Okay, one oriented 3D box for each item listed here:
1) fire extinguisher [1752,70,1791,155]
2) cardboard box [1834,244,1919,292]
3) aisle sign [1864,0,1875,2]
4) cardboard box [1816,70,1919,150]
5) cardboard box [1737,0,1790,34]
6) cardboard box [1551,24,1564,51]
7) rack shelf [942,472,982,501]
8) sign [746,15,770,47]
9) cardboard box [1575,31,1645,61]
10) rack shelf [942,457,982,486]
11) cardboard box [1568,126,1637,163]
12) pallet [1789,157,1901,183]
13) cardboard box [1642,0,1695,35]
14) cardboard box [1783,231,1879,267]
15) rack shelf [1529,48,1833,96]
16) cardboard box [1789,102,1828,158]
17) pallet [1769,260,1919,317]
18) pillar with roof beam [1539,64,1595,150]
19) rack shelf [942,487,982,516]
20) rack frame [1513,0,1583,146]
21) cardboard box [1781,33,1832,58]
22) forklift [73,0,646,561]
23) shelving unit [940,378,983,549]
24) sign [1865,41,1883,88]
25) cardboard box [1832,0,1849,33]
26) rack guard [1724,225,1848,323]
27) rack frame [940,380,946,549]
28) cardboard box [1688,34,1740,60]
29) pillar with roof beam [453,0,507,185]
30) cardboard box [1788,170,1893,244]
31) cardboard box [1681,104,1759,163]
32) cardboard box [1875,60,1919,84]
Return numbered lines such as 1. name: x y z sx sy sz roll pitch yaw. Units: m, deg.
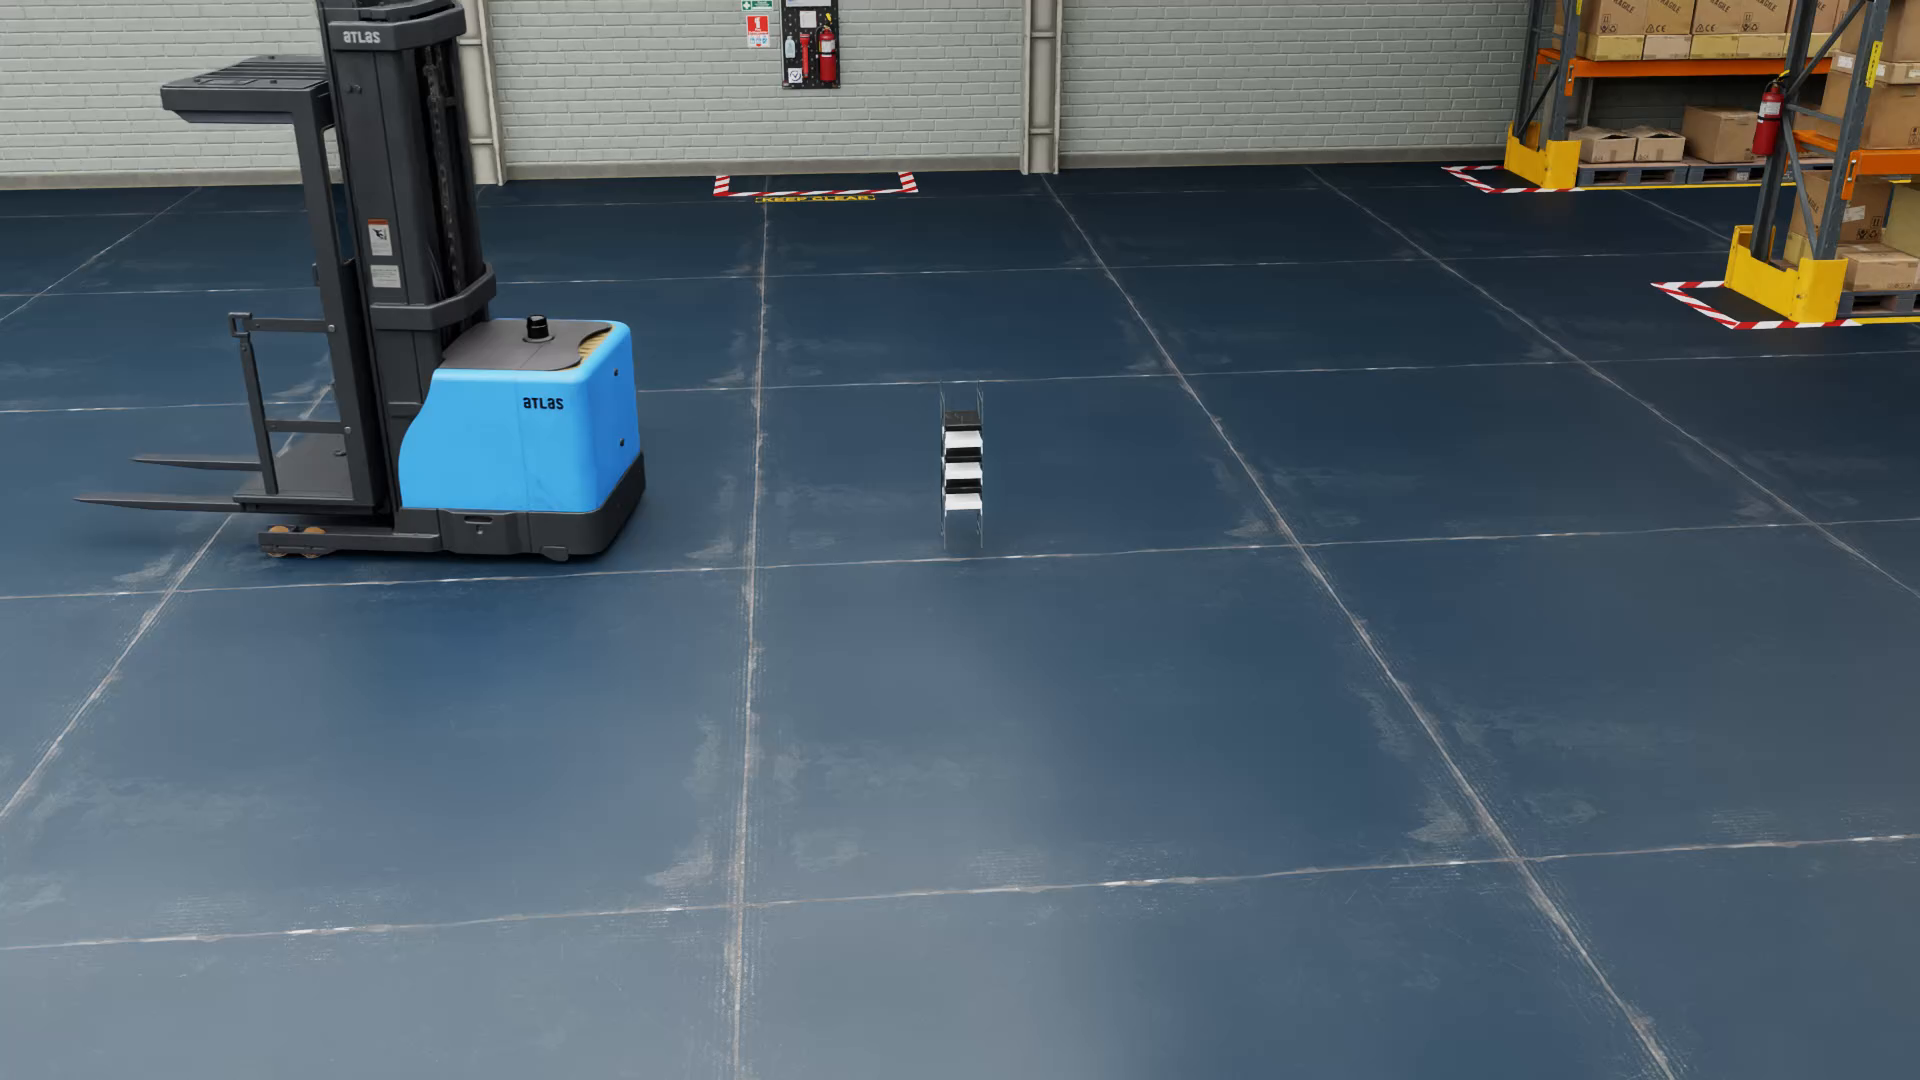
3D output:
1. fire extinguisher: 6.562 -3.468 13.454 0.183 0.674 0.296 -2 24 -5
2. cardboard box: 7.280 -2.187 13.345 0.500 0.250 0.500 -2 24 -5
3. aisle sign: 6.690 -4.381 12.214 0.004 0.787 0.394 -2 24 -5
4. cardboard box: 7.191 -3.379 13.036 0.500 0.500 0.700 -2 24 -5
5. cardboard box: 8.259 -5.562 17.307 0.500 0.500 0.500 -2 24 -3
6. cardboard box: 6.680 -5.360 17.775 0.500 0.250 0.500 -2 24 -4
7. rack shelf: 0.008 -0.299 9.118 0.200 0.077 0.258 -2 24 -5
8. sign: -2.149 -5.413 17.691 0.234 0.329 0.001 -2 24 -5
9. cardboard box: 6.751 -5.154 17.312 0.500 0.250 0.500 -3 24 -7
10. rack shelf: 0.008 -0.381 9.081 0.200 0.077 0.258 -2 24 -5
11. cardboard box: 6.932 -4.286 17.968 0.500 0.311 0.500 -5 24 -11
12. pallet: 9.550 -4.166 18.364 1.213 0.211 1.003 -2 24 -5
13. cardboard box: 7.232 -5.519 17.210 0.500 0.500 0.500 -2 24 -5
14. cardboard box: 7.229 -2.396 13.816 0.500 0.250 0.500 -2 24 -5
15. rack shelf: 8.225 -5.073 17.856 4.000 0.370 1.077 -2 24 -5
16. cardboard box: 9.186 -4.483 18.179 0.500 0.500 0.500 -4 24 -9
17. pallet: 7.482 -2.093 13.699 1.213 0.211 1.003 -2 24 -5
18. pillar with roof beam: 7.269 -6.701 13.247 0.400 9.000 9.100 -2 24 -5
19. rack shelf: 0.008 -0.217 9.155 0.200 0.077 0.258 -2 24 -5
20. rack frame: 6.234 -5.322 17.531 0.127 3.000 1.000 -2 24 -5
21. cardboard box: 8.778 -5.238 17.502 0.500 0.250 0.500 -2 24 -5
22. forklift: -3.386 -1.451 8.906 3.031 2.935 1.130 2 24 4
23. shelving unit: 0.008 -0.412 9.068 0.210 0.900 0.258 -2 24 -5
24. sign: 6.773 -3.527 12.329 0.005 0.325 0.100 -2 24 -5
25. cardboard box: 9.279 -5.599 17.390 0.500 0.500 0.500 -2 24 -5
26. rack guard: 6.701 -2.177 13.532 0.348 0.500 1.175 -2 24 -5
27. rack frame: -0.093 -0.407 9.059 0.006 0.900 0.240 -2 24 -5
28. cardboard box: 7.774 -5.198 17.412 0.500 0.250 0.500 -3 24 -6
29. pillar with roof beam: -4.673 -6.222 12.169 0.400 9.000 9.100 -2 24 -5
30. cardboard box: 7.229 -2.740 13.666 0.500 0.500 0.500 -2 24 -5
31. cardboard box: 8.234 -4.404 18.001 0.500 0.500 0.700 -4 24 -8
32. cardboard box: 7.136 -3.591 12.713 0.250 0.149 0.380 -2 24 -6
